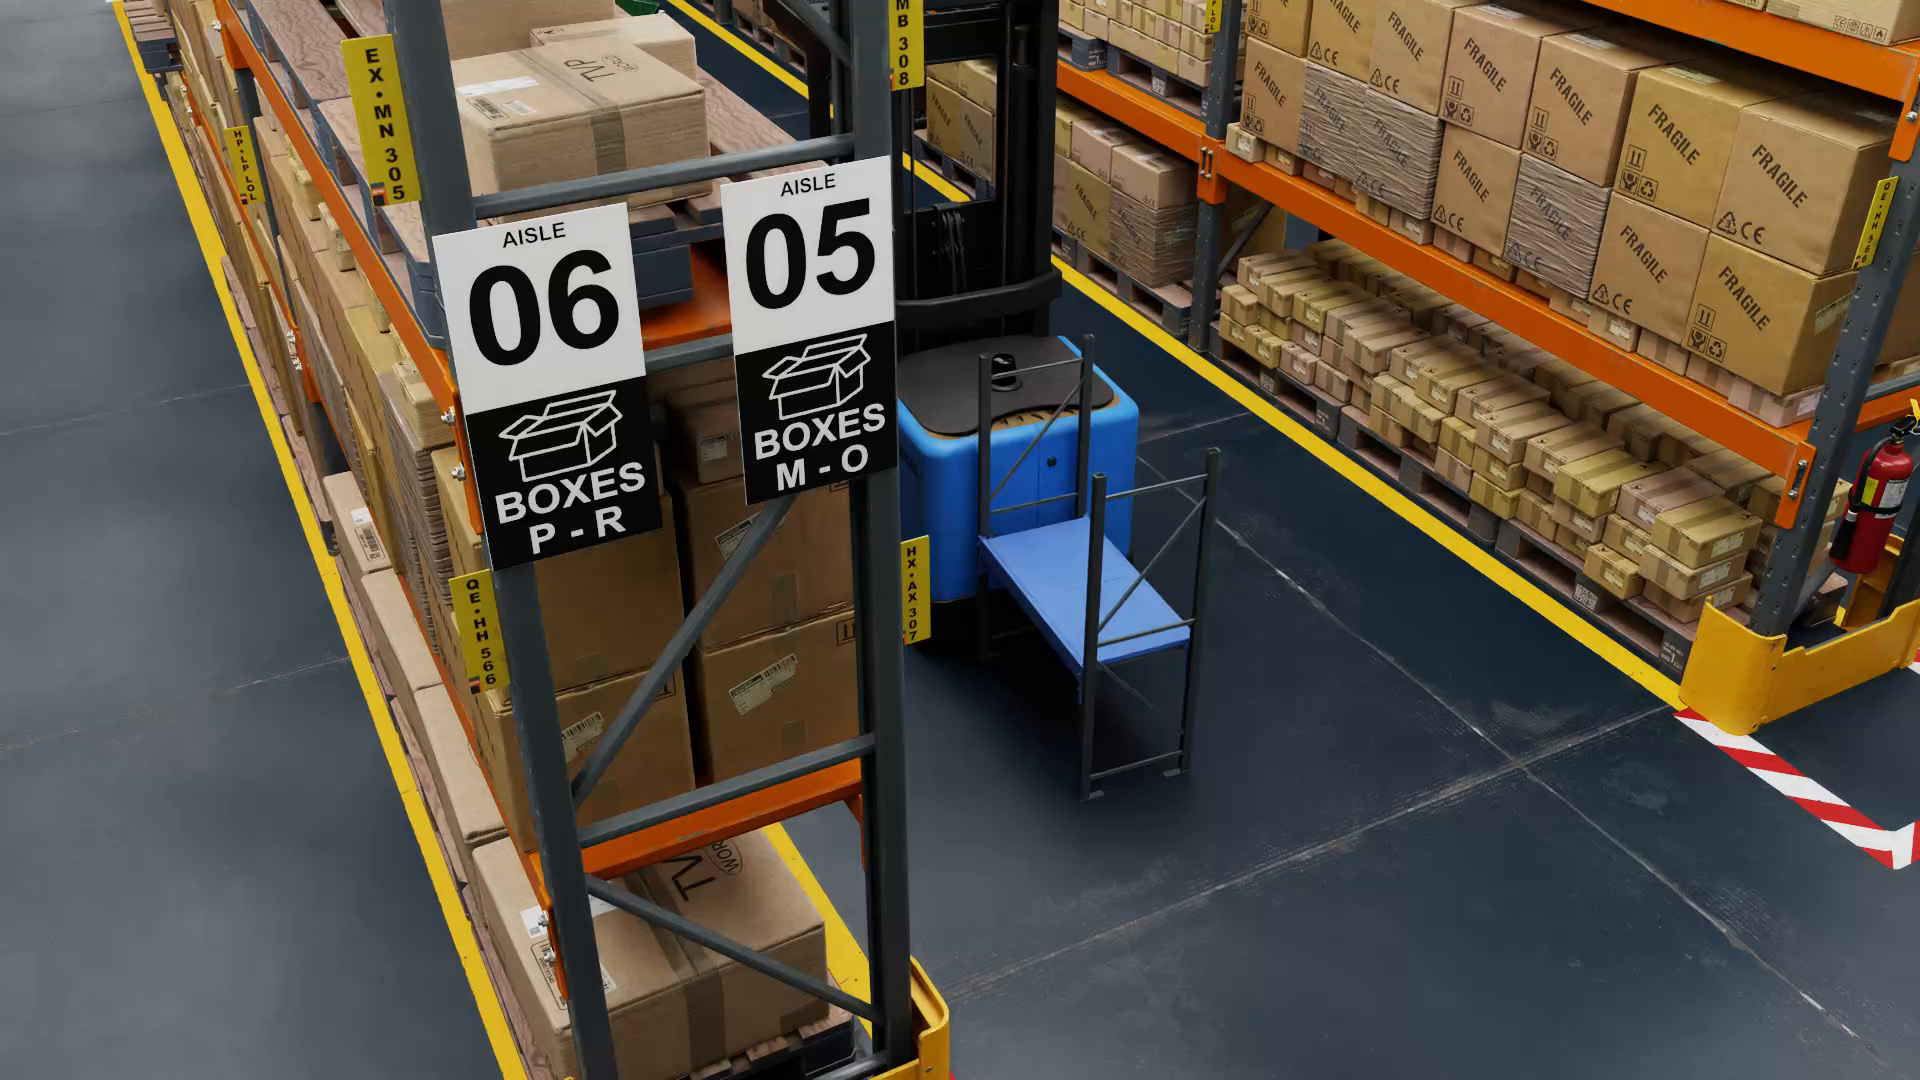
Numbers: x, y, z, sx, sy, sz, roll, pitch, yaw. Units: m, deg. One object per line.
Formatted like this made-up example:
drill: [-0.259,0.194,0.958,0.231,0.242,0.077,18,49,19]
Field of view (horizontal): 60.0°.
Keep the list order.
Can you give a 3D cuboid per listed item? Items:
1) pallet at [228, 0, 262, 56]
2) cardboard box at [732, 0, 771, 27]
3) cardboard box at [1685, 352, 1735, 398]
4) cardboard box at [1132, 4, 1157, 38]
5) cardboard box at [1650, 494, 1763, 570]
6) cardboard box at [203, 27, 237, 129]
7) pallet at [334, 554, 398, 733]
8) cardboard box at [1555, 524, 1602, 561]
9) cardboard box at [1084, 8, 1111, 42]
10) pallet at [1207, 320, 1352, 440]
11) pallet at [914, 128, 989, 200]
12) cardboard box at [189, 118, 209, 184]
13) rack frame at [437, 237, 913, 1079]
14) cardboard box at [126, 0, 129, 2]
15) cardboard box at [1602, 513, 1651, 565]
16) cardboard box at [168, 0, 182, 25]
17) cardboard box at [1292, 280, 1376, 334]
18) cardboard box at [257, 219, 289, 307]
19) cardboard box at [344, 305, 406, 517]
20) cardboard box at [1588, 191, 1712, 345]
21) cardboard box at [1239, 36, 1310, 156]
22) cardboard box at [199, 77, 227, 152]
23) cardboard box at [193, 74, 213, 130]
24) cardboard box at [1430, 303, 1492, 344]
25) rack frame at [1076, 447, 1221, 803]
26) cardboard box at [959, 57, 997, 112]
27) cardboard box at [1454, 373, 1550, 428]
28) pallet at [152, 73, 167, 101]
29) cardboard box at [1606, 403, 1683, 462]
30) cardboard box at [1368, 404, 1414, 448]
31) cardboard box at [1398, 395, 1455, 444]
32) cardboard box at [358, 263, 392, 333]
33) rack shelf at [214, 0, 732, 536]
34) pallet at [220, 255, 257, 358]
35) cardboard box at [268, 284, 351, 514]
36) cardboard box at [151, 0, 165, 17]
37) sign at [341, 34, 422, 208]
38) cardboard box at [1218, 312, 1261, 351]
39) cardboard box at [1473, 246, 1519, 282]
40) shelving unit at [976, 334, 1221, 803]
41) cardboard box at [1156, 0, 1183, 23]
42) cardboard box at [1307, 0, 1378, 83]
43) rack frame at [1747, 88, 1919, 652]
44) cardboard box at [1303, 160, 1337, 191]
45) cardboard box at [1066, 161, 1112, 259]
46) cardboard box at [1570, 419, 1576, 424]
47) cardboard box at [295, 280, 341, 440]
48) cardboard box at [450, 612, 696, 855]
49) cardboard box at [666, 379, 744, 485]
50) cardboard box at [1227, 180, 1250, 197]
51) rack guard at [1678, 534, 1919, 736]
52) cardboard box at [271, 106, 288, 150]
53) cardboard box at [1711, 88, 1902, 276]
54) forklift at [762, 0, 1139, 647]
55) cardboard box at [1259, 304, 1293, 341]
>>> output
pallet: [-2.111,-2.070,6.002,1.003,0.211,1.213,-16,36,-23]
cardboard box: [-1.512,-5.304,15.445,1.050,0.750,0.750,-16,36,-23]
cardboard box: [3.229,-0.729,6.839,0.380,0.149,0.250,-16,36,-23]
cardboard box: [1.251,-3.112,9.894,0.380,0.149,0.250,-14,35,-21]
cardboard box: [3.243,-0.037,7.230,0.380,0.149,0.250,-15,36,-23]
cardboard box: [-3.162,-2.096,7.721,0.500,0.500,0.500,-15,36,-22]
pallet: [-2.198,0.319,7.556,1.003,0.211,1.213,-16,36,-23]
cardboard box: [3.027,-0.042,7.788,0.380,0.149,0.250,-16,36,-23]
cardboard box: [1.001,-3.236,10.363,0.380,0.149,0.250,-17,37,-25]
pallet: [2.193,-1.045,9.685,1.003,0.211,1.213,-16,36,-23]
pallet: [0.347,-2.892,12.568,1.003,0.211,1.213,-16,36,-23]
cardboard box: [-4.954,-2.839,11.947,0.950,0.372,0.625,-17,36,-24]
rack frame: [-0.618,0.672,4.421,1.000,3.000,0.127,-16,36,-23]
cardboard box: [-7.716,-5.283,15.875,0.500,0.250,0.500,-15,35,-21]
cardboard box: [3.141,-0.042,7.512,0.380,0.149,0.250,-17,36,-24]
cardboard box: [-4.335,-3.312,9.620,0.500,0.500,0.500,-17,36,-25]
cardboard box: [2.063,-1.286,9.179,0.380,0.149,0.250,-16,36,-24]
cardboard box: [-2.916,-1.325,7.676,0.500,0.250,0.500,-17,36,-24]
cardboard box: [-1.551,-0.441,5.138,0.500,0.500,0.500,-16,36,-23]
cardboard box: [3.041,-1.186,6.952,0.500,0.500,0.500,-16,36,-24]
cardboard box: [1.857,-2.398,8.844,0.500,0.500,0.500,-17,36,-24]
cardboard box: [-3.644,-2.256,8.667,0.500,0.250,0.500,-15,36,-22]
cardboard box: [-4.088,-2.546,9.582,0.500,0.250,0.500,-17,36,-24]
cardboard box: [2.781,-1.175,9.005,0.380,0.149,0.250,-18,37,-25]
rack frame: [0.701,0.357,6.303,0.500,1.500,0.032,-13,35,-19]
cardboard box: [0.327,-3.248,11.771,0.500,0.250,0.500,-16,36,-24]
cardboard box: [2.679,-0.671,8.218,0.380,0.149,0.250,-17,36,-25]
pallet: [-6.558,-4.193,14.598,1.003,0.211,1.213,-16,36,-23]
cardboard box: [3.342,-0.535,8.007,0.380,0.149,0.250,-18,37,-25]
cardboard box: [2.375,-0.643,8.727,0.380,0.149,0.250,-17,36,-24]
cardboard box: [2.462,-0.646,8.456,0.380,0.149,0.250,-15,36,-23]
cardboard box: [-1.606,-0.781,5.067,0.380,0.149,0.250,-15,36,-22]
rack shelf: [-1.551,-1.243,5.296,1.077,0.370,4.000,-16,36,-23]
pallet: [-4.047,-1.577,10.516,1.003,0.211,1.213,-16,36,-23]
cardboard box: [-2.843,-0.795,8.291,0.875,0.875,0.875,-15,35,-22]
cardboard box: [-5.055,-3.533,10.828,0.380,0.149,0.250,-16,36,-23]
sign: [-1.105,-0.801,3.192,0.100,0.325,0.005,-16,36,-23]
cardboard box: [1.734,-1.252,9.678,0.380,0.149,0.250,-18,37,-25]
cardboard box: [2.651,-1.360,7.825,0.380,0.149,0.250,-15,36,-22]
shelving unit: [0.506,0.103,6.698,0.538,1.500,1.048,-13,35,-19]
cardboard box: [1.363,-3.123,9.636,0.380,0.149,0.250,-17,36,-25]
cardboard box: [2.099,-2.599,8.230,0.500,0.500,0.500,-17,36,-25]
rack frame: [3.714,-0.622,6.440,1.000,3.000,0.127,-16,36,-23]
cardboard box: [2.048,-1.989,8.806,0.380,0.149,0.250,-18,37,-25]
cardboard box: [1.042,-2.190,10.815,0.500,0.500,0.500,-17,36,-24]
cardboard box: [3.195,-0.530,8.274,0.380,0.149,0.250,-18,37,-25]
cardboard box: [-2.265,-0.748,6.545,0.500,0.500,0.500,-16,36,-23]
cardboard box: [-1.077,0.466,4.650,0.500,0.500,0.500,-16,36,-23]
cardboard box: [-0.539,-0.304,4.323,0.380,0.149,0.250,-15,36,-22]
cardboard box: [1.738,-2.390,10.432,0.500,0.250,0.500,-18,37,-25]
rack guard: [3.678,0.395,7.171,1.175,0.500,0.348,-16,36,-23]
cardboard box: [-2.432,-1.639,6.407,0.380,0.149,0.250,-15,36,-22]
cardboard box: [3.280,-1.366,6.306,0.500,0.500,0.500,-17,36,-24]
forklift: [-0.238,-1.545,7.944,1.130,2.935,3.031,-13,35,-19]
cardboard box: [1.932,-1.281,9.446,0.380,0.149,0.250,-16,36,-23]
